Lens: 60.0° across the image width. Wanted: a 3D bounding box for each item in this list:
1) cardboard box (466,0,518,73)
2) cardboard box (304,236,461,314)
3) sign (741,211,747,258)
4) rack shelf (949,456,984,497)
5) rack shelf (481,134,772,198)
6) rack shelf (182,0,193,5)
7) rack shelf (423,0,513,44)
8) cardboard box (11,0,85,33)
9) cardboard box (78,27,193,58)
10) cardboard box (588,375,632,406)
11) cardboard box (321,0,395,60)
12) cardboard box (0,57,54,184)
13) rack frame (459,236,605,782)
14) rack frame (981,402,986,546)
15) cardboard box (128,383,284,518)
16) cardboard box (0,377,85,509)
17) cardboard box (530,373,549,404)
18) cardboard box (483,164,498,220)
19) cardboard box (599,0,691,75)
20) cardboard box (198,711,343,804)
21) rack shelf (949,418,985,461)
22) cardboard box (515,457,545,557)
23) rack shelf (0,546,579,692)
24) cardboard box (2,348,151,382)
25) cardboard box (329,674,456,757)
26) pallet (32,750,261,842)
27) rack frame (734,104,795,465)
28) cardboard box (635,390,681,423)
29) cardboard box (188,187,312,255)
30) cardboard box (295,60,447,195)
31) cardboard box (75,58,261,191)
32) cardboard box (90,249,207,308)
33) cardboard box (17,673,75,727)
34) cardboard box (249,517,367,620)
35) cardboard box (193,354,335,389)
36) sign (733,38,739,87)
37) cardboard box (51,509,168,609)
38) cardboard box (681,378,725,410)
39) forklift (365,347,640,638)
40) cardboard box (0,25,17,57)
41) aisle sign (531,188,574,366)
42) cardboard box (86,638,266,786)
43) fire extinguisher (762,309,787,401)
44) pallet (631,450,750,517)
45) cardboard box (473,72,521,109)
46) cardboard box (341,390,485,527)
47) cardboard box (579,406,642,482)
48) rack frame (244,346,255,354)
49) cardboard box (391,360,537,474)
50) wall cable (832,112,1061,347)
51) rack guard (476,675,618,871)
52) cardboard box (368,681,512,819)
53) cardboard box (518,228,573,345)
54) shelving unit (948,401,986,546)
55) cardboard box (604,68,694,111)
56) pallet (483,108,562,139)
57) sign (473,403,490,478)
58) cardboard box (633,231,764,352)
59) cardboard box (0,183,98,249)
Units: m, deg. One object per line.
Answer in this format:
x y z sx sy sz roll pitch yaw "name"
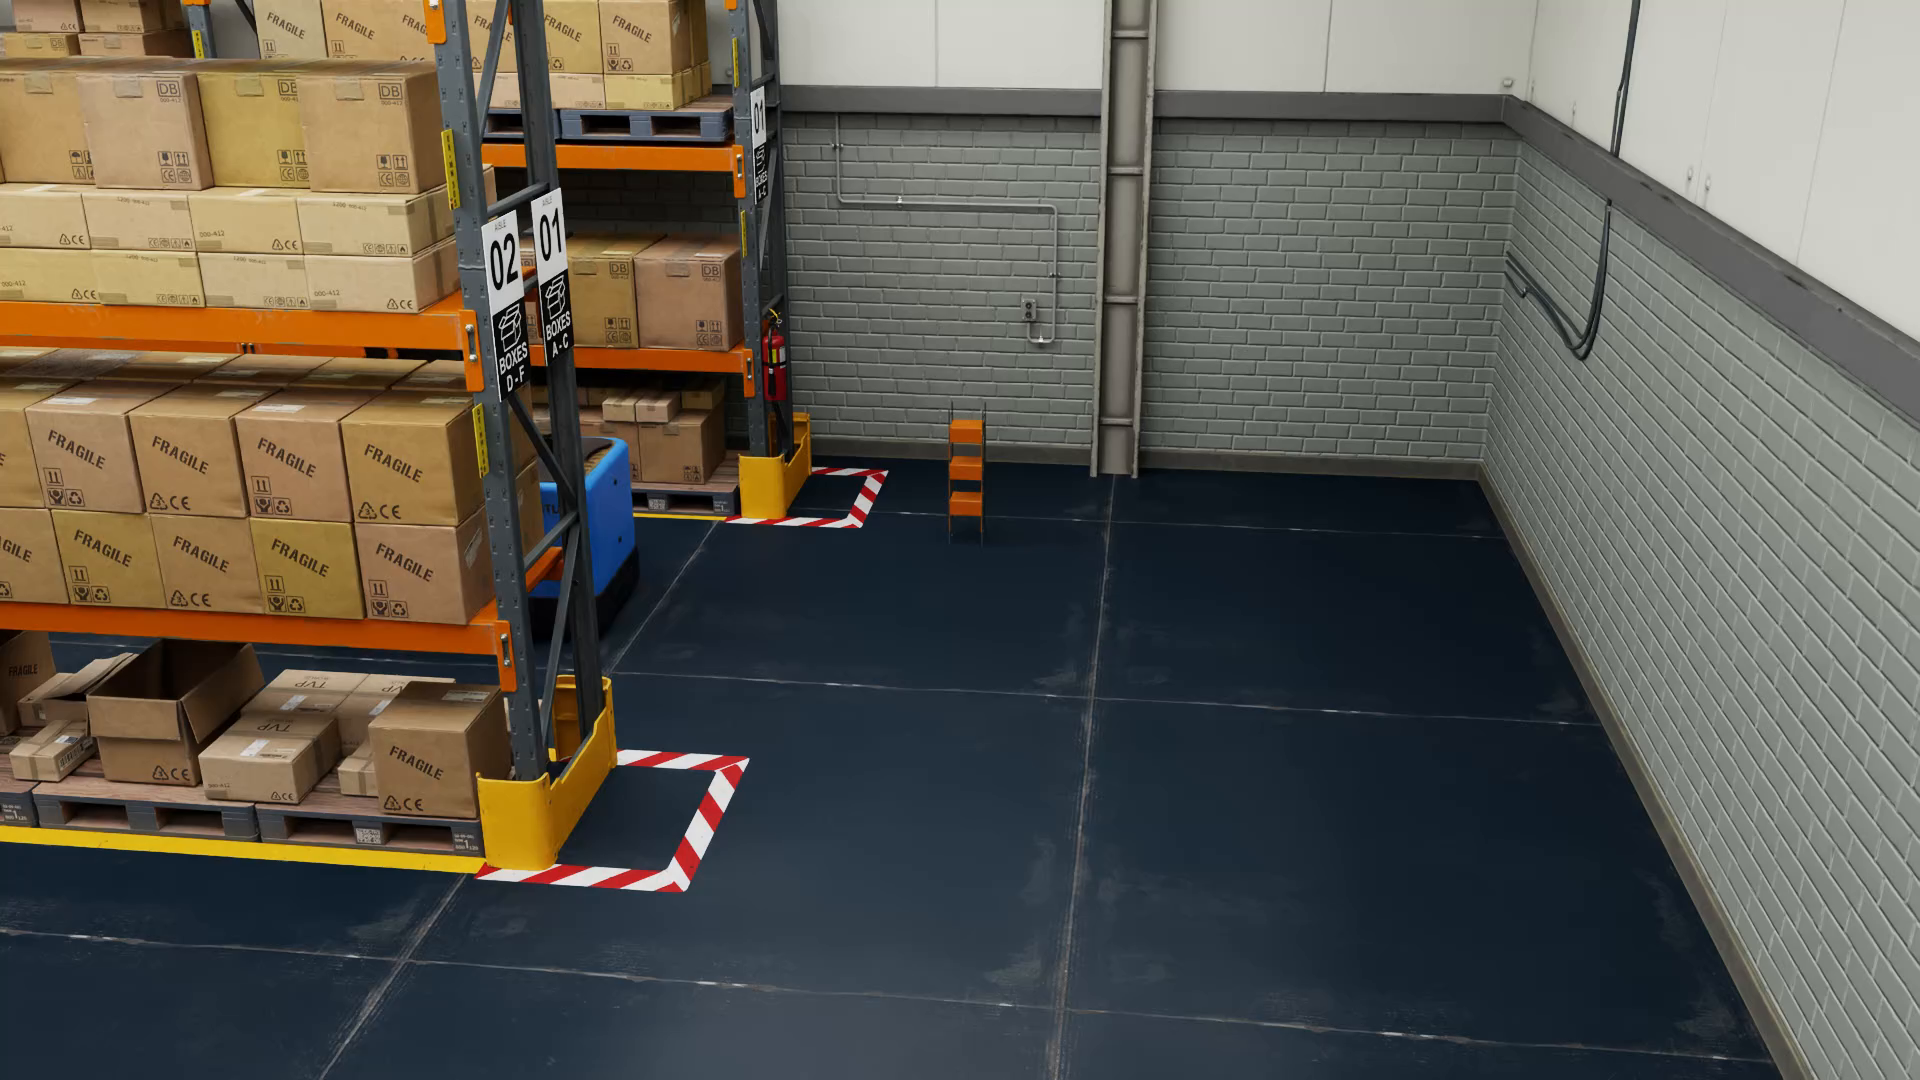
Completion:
-3.264 -3.664 12.025 0.500 0.500 0.500 2 22 4 "cardboard box"
-2.611 -1.214 7.554 0.500 0.250 0.500 2 22 6 "cardboard box"
-1.568 -2.222 12.084 0.005 0.325 0.100 2 22 6 "sign"
0.053 -0.476 12.245 0.240 0.259 0.215 2 22 6 "rack shelf"
-3.477 -2.918 12.640 4.000 0.370 1.077 2 22 6 "rack shelf"
-7.449 -4.300 12.600 4.000 0.370 1.077 2 22 6 "rack shelf"
-4.056 -2.503 7.514 4.000 0.370 1.077 2 22 6 "rack shelf"
-6.871 -4.043 12.753 0.500 0.250 0.500 2 22 5 "cardboard box"
-6.324 -3.669 12.825 0.500 0.500 0.700 1 22 3 "cardboard box"
-2.801 -1.200 13.341 0.250 0.149 0.380 3 22 7 "cardboard box"
-4.277 -3.707 12.133 0.500 0.500 0.500 2 22 5 "cardboard box"
-4.577 -1.942 7.697 0.500 0.500 0.700 2 22 6 "cardboard box"
-2.070 0.038 8.265 0.127 3.000 1.000 2 22 6 "rack frame"
0.174 -0.481 12.228 0.008 1.050 0.200 2 22 6 "rack frame"
-3.561 -0.435 7.965 0.500 0.500 0.500 3 22 8 "cardboard box"
-4.584 -0.479 8.076 0.500 0.500 0.500 2 22 5 "cardboard box"
-3.309 -1.221 13.396 0.250 0.149 0.380 3 22 7 "cardboard box"
-2.549 -1.637 7.946 0.500 0.250 0.500 2 22 6 "cardboard box"
-2.249 -3.619 11.911 0.500 0.500 0.500 2 22 6 "cardboard box"
-3.579 1.126 8.653 0.500 0.250 0.500 2 22 6 "cardboard box"
0.053 -0.740 12.141 0.240 0.259 0.215 2 22 6 "rack shelf"
-2.479 -0.124 8.539 0.500 0.500 0.500 3 22 7 "cardboard box"
-4.056 0.286 8.616 4.000 0.370 1.077 2 22 6 "rack shelf"
-4.500 -0.677 8.575 0.500 0.500 0.500 3 22 7 "cardboard box"
-3.073 0.963 9.066 0.500 0.250 0.500 2 22 6 "cardboard box"
-4.145 1.243 9.008 1.213 0.211 1.003 2 22 6 "pallet"
-1.490 -1.771 12.840 0.127 3.000 1.000 2 22 6 "rack frame"
-2.346 -1.039 12.933 0.250 0.149 0.380 2 22 6 "cardboard box"
-3.106 -1.471 7.524 0.500 0.250 0.500 2 22 6 "cardboard box"
-2.582 -1.885 7.553 0.500 0.500 0.700 2 22 6 "cardboard box"
-3.577 -1.920 7.641 0.500 0.500 0.700 2 22 6 "cardboard box"
-3.604 -1.256 7.661 0.500 0.250 0.500 2 22 6 "cardboard box"
-5.063 0.901 9.360 0.250 0.149 0.380 2 22 6 "cardboard box"
-3.062 0.050 8.098 0.500 0.500 0.500 3 22 7 "cardboard box"
-3.496 -0.633 8.464 0.500 0.500 0.500 3 22 7 "cardboard box"
-1.568 -3.344 11.641 0.005 0.325 0.100 2 22 6 "sign"
-4.057 0.004 8.213 0.500 0.500 0.500 2 22 6 "cardboard box"
-2.050 -1.167 13.259 0.250 0.149 0.380 3 22 7 "cardboard box"
-3.777 -0.929 10.804 3.031 2.935 1.130 2 22 4 "forklift"
-7.374 -3.714 12.940 0.500 0.500 0.700 2 22 6 "cardboard box"
-1.967 -1.276 8.051 0.004 0.787 0.394 2 22 6 "aisle sign"
-4.176 0.900 8.880 0.637 0.503 0.797 2 22 6 "cardboard box"
-1.395 -1.387 12.480 0.183 0.674 0.296 2 22 6 "fire extinguisher"
-2.294 -0.480 13.368 1.213 0.211 1.003 2 22 6 "pallet"
-3.283 -3.316 12.164 0.500 0.250 0.500 2 22 5 "cardboard box"
-2.544 -0.393 7.858 0.500 0.500 0.500 2 22 6 "cardboard box"
-2.694 -0.819 13.262 0.500 0.500 0.700 2 22 6 "cardboard box"
-5.463 -1.944 13.278 0.127 3.000 1.000 2 22 6 "rack frame"
-2.479 -0.589 8.355 0.500 0.500 0.500 3 22 8 "cardboard box"
-0.108 -2.534 13.387 1.851 1.984 0.084 2 22 6 "wall cable"
-2.145 1.197 8.733 0.348 0.500 1.175 2 22 6 "rack guard"
-2.639 1.062 8.476 0.500 0.500 0.500 2 22 6 "cardboard box"
-3.478 -1.993 12.993 0.700 0.700 0.980 1 22 4 "cardboard box"
0.053 -0.486 12.241 0.252 1.050 0.215 2 22 6 "shelving unit"
-2.249 -3.273 12.056 0.500 0.250 0.500 3 22 8 "cardboard box"
-3.443 -3.205 12.508 1.213 0.211 1.003 2 22 6 "pallet"
-2.155 -0.446 7.484 0.005 0.325 0.100 2 22 6 "sign"
-1.998 -1.929 12.832 0.700 0.700 0.980 3 22 9 "cardboard box"
-4.100 -1.513 7.631 0.500 0.250 0.500 2 22 6 "cardboard box"
